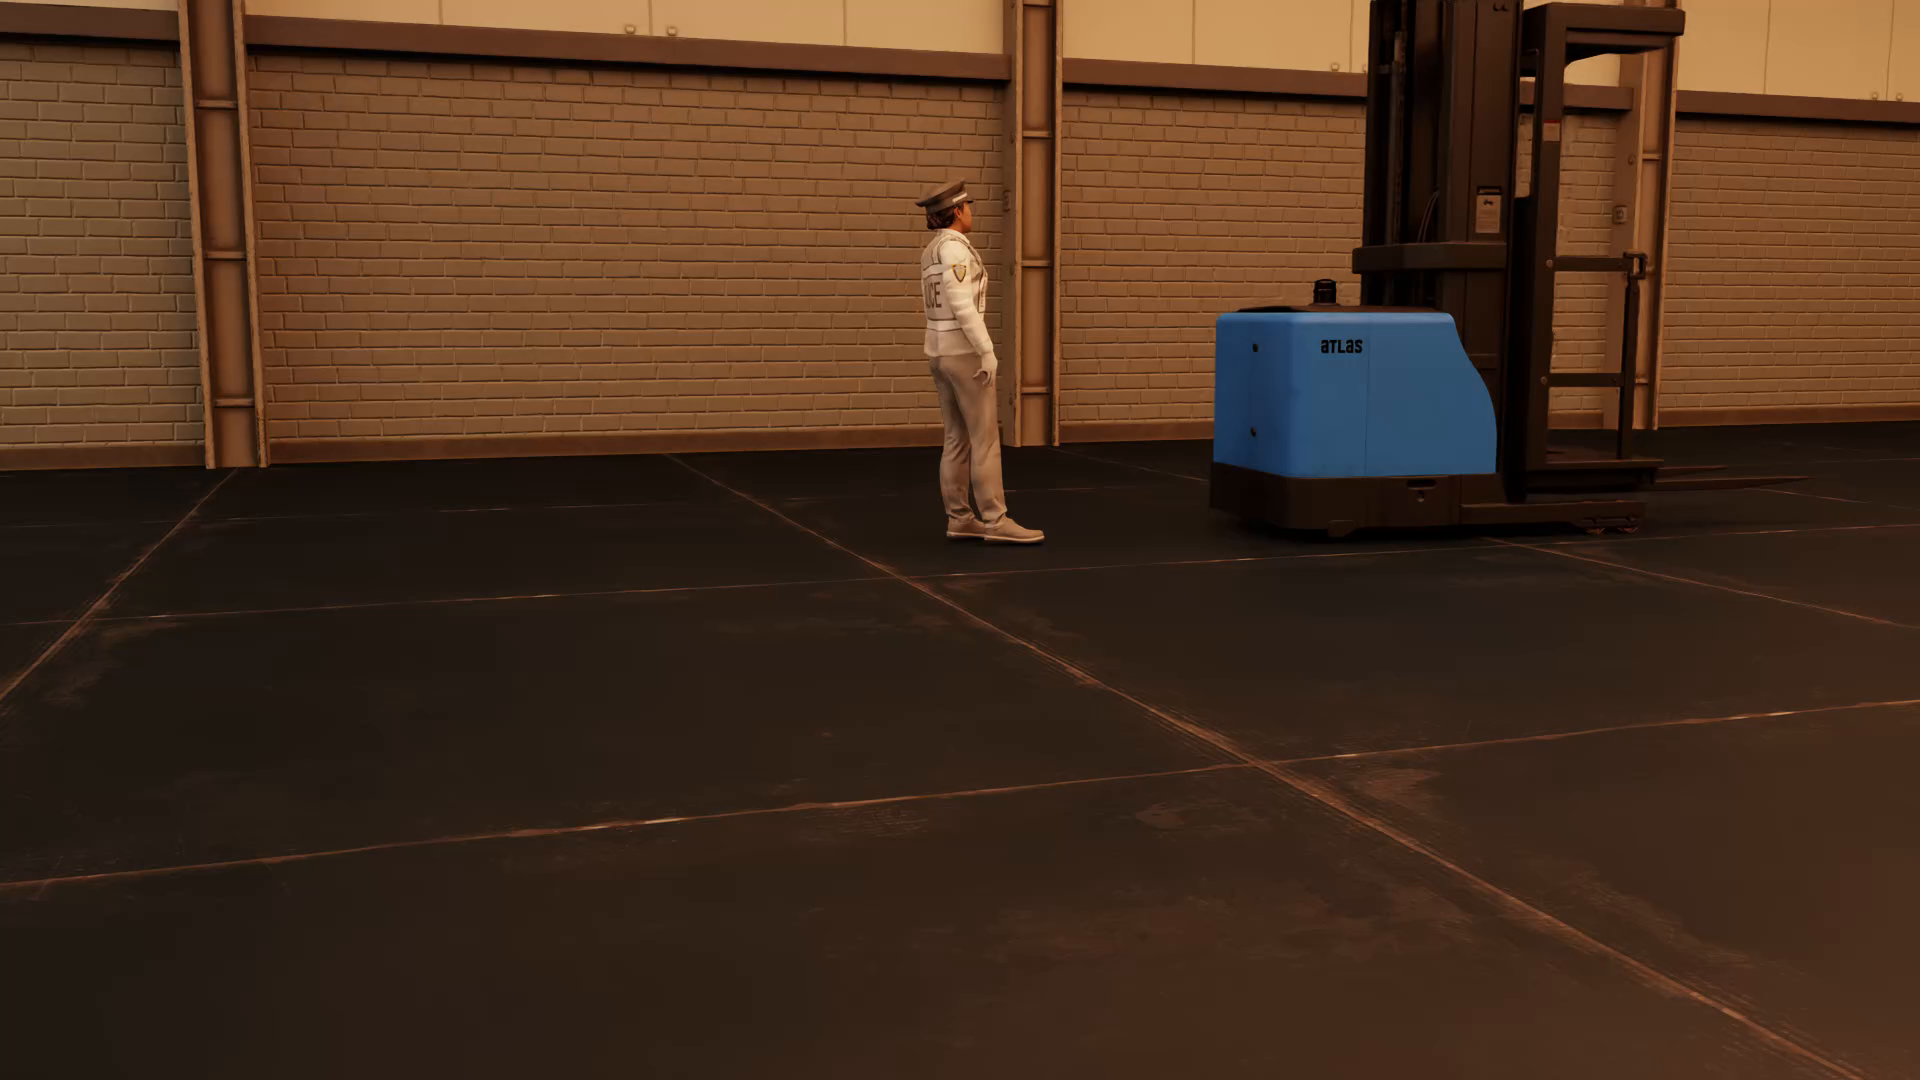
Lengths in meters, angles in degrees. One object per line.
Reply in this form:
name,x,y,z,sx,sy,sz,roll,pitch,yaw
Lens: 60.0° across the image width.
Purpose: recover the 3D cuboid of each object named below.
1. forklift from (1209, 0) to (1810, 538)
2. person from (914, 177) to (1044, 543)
forklift,2.872,-1.545,8.411,3.031,2.935,1.130,-2,8,-15
person,0.067,-0.849,7.824,0.531,1.695,0.587,-3,8,-18
